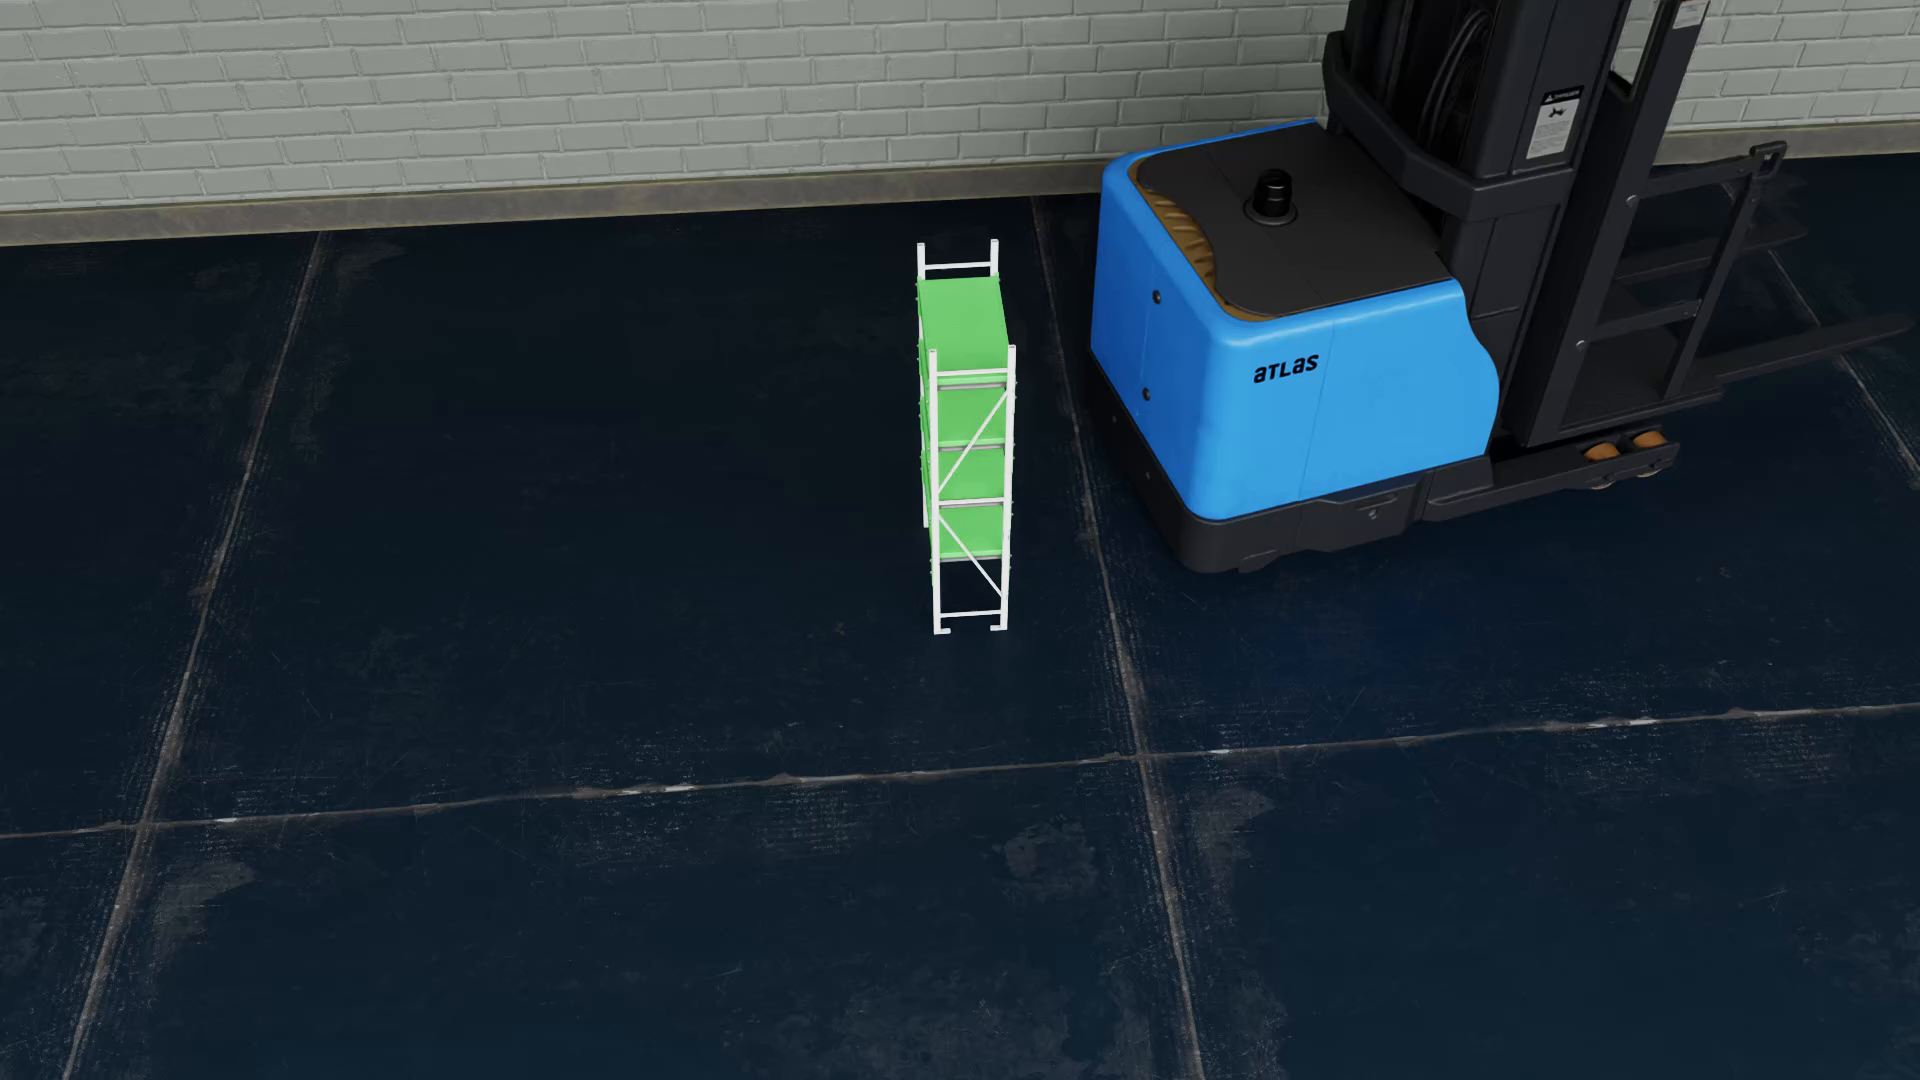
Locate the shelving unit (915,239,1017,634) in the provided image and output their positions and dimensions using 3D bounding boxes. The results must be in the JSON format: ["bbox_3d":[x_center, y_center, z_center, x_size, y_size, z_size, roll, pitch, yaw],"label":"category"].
[{"bbox_3d":[0.014,-0.293,5.201,0.258,1.200,0.503,-3,47,-3],"label":"shelving unit"}]

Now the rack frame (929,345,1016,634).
[{"bbox_3d":[0.034,-0.116,5.034,0.240,1.200,0.015,-3,47,-3],"label":"rack frame"}]

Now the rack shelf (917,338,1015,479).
[{"bbox_3d":[0.014,-0.414,5.073,0.258,0.148,0.480,-3,47,-3],"label":"rack shelf"}]

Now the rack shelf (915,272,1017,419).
[{"bbox_3d":[0.014,-0.579,4.899,0.258,0.148,0.480,-3,47,-3],"label":"rack shelf"}]

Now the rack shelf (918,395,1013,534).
[{"bbox_3d":[0.014,-0.249,5.247,0.258,0.148,0.480,-3,47,-3],"label":"rack shelf"}]

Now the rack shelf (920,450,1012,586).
[{"bbox_3d":[0.014,-0.084,5.422,0.258,0.148,0.480,-3,47,-3],"label":"rack shelf"}]

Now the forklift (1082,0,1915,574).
[{"bbox_3d":[2.028,-1.539,5.189,3.031,2.935,1.130,-14,48,-13],"label":"forklift"}]

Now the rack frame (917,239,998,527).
[{"bbox_3d":[-0.007,-0.469,5.368,0.240,1.200,0.015,-3,47,-3],"label":"rack frame"}]
